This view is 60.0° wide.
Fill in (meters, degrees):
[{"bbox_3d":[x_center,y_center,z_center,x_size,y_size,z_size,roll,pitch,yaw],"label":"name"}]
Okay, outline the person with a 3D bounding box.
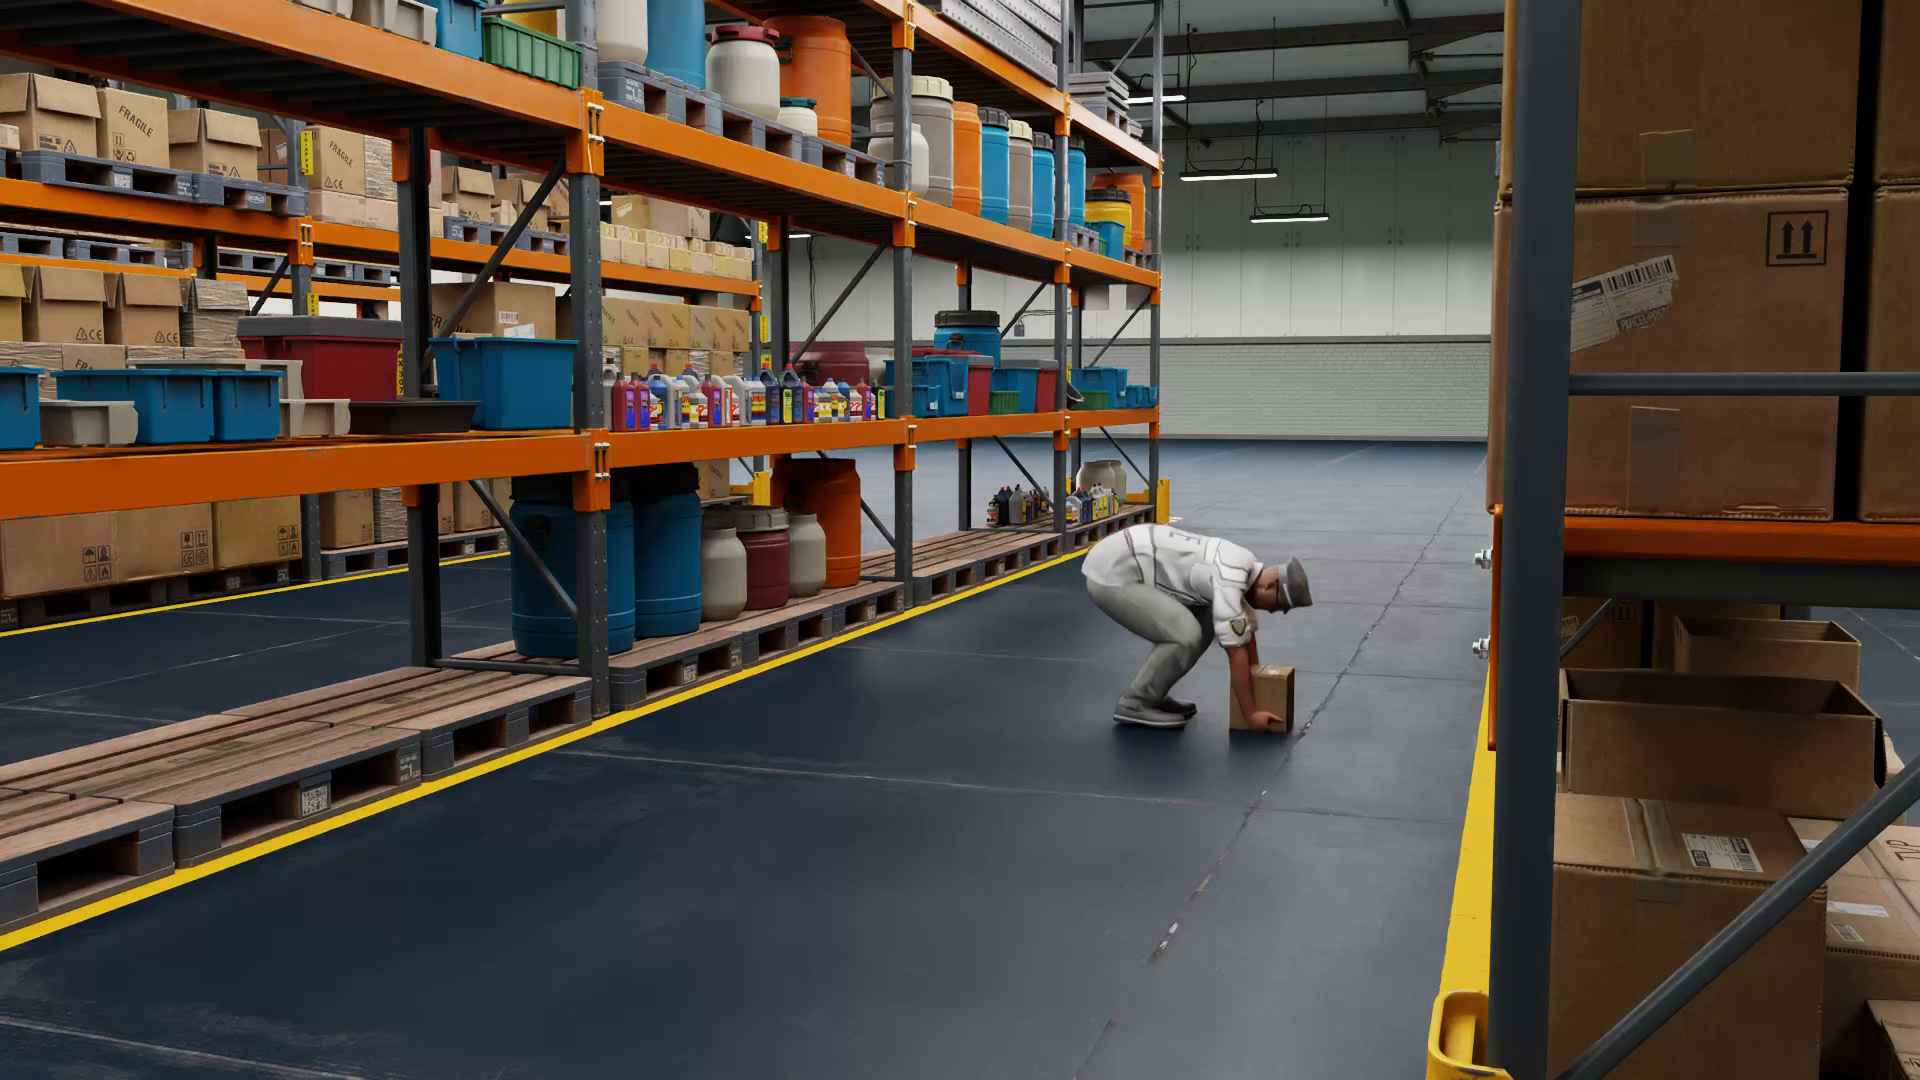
[{"bbox_3d":[1.065,0.386,7.496,1.028,0.912,0.543,2,5,16],"label":"person"}]
